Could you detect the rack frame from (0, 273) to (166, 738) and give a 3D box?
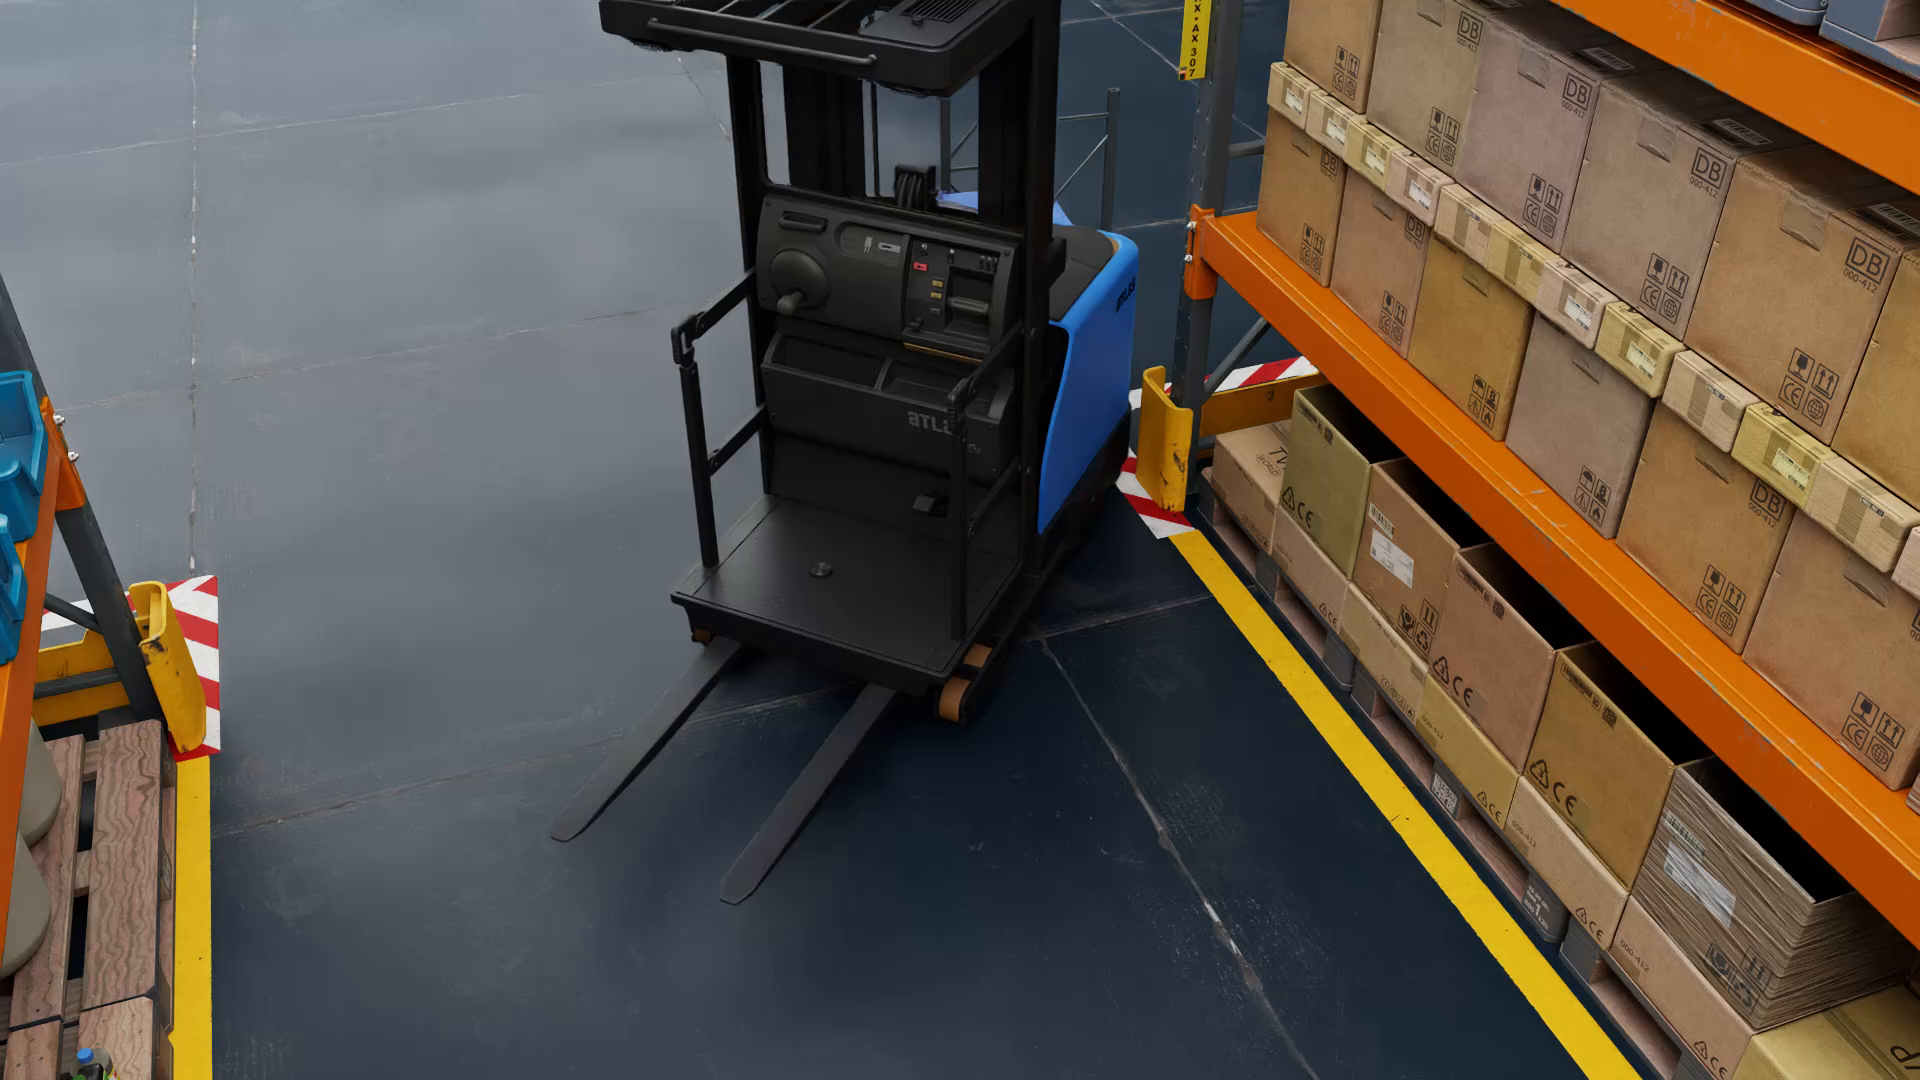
[{"bbox_3d":[-3.304,-0.483,4.899,1.000,3.000,0.127,-12,39,-16],"label":"rack frame"}]

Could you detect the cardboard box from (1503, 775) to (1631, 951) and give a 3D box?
[{"bbox_3d":[2.011,0.903,4.995,0.500,0.250,0.500,-12,39,-16],"label":"cardboard box"}]

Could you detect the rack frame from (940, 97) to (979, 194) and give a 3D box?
[{"bbox_3d":[0.155,-1.763,7.844,0.500,1.500,0.032,-8,38,-11],"label":"rack frame"}]

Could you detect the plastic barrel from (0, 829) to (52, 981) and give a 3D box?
[{"bbox_3d":[-2.833,0.982,4.672,0.421,0.512,0.421,0,37,0],"label":"plastic barrel"}]

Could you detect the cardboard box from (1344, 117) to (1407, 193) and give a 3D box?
[{"bbox_3d":[1.459,-1.250,5.294,0.380,0.149,0.250,-12,39,-16],"label":"cardboard box"}]

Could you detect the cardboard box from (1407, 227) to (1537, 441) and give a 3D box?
[{"bbox_3d":[1.847,-0.703,5.107,0.700,0.500,0.500,-12,39,-16],"label":"cardboard box"}]

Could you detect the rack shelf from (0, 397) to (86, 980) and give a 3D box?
[{"bbox_3d":[-2.616,0.934,3.615,1.077,0.370,4.000,-12,39,-16],"label":"rack shelf"}]

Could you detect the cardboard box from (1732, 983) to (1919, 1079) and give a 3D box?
[{"bbox_3d":[2.360,1.467,4.246,0.500,0.250,0.500,-12,39,-16],"label":"cardboard box"}]

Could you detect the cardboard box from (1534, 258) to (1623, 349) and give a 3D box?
[{"bbox_3d":[1.809,-0.671,4.526,0.380,0.149,0.250,-12,39,-16],"label":"cardboard box"}]

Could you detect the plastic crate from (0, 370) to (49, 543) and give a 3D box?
[{"bbox_3d":[-2.851,-0.203,4.650,0.499,0.251,0.616,-12,39,-16],"label":"plastic crate"}]

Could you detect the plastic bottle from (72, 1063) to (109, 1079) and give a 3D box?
[{"bbox_3d":[-2.203,1.435,4.244,0.061,0.283,0.133,-12,38,-15],"label":"plastic bottle"}]

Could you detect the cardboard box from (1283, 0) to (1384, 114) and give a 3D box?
[{"bbox_3d":[1.515,-1.769,5.444,0.700,0.500,0.500,-12,39,-16],"label":"cardboard box"}]

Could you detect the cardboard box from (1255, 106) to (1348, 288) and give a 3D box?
[{"bbox_3d":[1.497,-1.280,5.874,0.700,0.500,0.500,-12,39,-16],"label":"cardboard box"}]

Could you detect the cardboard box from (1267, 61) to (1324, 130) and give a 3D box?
[{"bbox_3d":[1.281,-1.540,5.679,0.380,0.149,0.250,-13,39,-16],"label":"cardboard box"}]

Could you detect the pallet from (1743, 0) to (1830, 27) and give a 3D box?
[{"bbox_3d":[1.991,-1.574,3.928,1.003,0.211,1.213,-12,39,-16],"label":"pallet"}]

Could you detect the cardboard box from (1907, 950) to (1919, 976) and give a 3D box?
[{"bbox_3d":[2.679,0.776,4.539,0.500,0.500,0.500,-12,39,-16],"label":"cardboard box"}]

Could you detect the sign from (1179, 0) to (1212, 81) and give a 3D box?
[{"bbox_3d":[0.825,-1.773,5.825,0.100,0.325,0.005,-12,39,-16],"label":"sign"}]

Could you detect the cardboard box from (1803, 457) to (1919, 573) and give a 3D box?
[{"bbox_3d":[2.163,-0.091,3.756,0.380,0.149,0.250,-13,39,-16],"label":"cardboard box"}]

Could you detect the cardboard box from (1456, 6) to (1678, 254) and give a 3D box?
[{"bbox_3d":[1.875,-1.188,4.673,0.700,0.500,0.500,-12,39,-16],"label":"cardboard box"}]

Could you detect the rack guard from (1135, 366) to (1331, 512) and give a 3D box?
[{"bbox_3d":[1.340,-0.522,7.027,1.175,0.500,0.348,-12,39,-16],"label":"rack guard"}]

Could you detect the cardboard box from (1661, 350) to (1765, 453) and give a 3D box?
[{"bbox_3d":[1.994,-0.373,4.130,0.380,0.149,0.250,-11,38,-15],"label":"cardboard box"}]

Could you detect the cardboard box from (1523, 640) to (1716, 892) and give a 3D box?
[{"bbox_3d":[2.023,0.601,4.773,0.500,0.500,0.500,-12,39,-16],"label":"cardboard box"}]

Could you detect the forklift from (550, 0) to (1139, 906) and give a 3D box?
[{"bbox_3d":[-0.346,-0.820,5.403,1.130,2.935,3.031,15,40,19],"label":"forklift"}]

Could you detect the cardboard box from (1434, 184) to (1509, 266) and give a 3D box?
[{"bbox_3d":[1.638,-0.957,4.905,0.380,0.149,0.250,-14,39,-17],"label":"cardboard box"}]

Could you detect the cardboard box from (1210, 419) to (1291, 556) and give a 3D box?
[{"bbox_3d":[1.324,-0.227,6.495,0.500,0.250,0.500,-12,39,-16],"label":"cardboard box"}]

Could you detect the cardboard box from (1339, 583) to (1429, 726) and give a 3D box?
[{"bbox_3d":[1.671,0.337,5.746,0.500,0.250,0.500,-12,39,-16],"label":"cardboard box"}]

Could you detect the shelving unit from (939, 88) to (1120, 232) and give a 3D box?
[{"bbox_3d":[0.274,-1.466,7.449,0.538,1.500,1.048,-8,38,-11],"label":"shelving unit"}]

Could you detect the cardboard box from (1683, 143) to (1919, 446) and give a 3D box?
[{"bbox_3d":[2.219,-0.623,3.922,0.700,0.500,0.500,-12,39,-16],"label":"cardboard box"}]

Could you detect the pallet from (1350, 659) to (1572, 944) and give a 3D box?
[{"bbox_3d":[2.067,0.718,5.621,1.003,0.211,1.213,-12,39,-16],"label":"pallet"}]

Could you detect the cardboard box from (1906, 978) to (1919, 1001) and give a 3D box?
[{"bbox_3d":[2.850,1.359,4.389,0.500,0.250,0.500,-12,39,-16],"label":"cardboard box"}]

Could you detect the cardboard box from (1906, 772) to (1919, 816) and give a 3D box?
[{"bbox_3d":[2.566,0.464,3.558,0.700,0.500,0.500,-13,39,-17],"label":"cardboard box"}]

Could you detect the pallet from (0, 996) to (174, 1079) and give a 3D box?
[{"bbox_3d":[-2.543,1.812,4.169,1.003,0.211,1.213,-12,39,-16],"label":"pallet"}]

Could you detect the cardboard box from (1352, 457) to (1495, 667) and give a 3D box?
[{"bbox_3d":[1.682,0.035,5.523,0.500,0.500,0.500,-12,39,-16],"label":"cardboard box"}]

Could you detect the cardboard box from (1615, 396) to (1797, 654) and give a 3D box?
[{"bbox_3d":[2.209,-0.117,4.329,0.700,0.500,0.500,-12,39,-15],"label":"cardboard box"}]
